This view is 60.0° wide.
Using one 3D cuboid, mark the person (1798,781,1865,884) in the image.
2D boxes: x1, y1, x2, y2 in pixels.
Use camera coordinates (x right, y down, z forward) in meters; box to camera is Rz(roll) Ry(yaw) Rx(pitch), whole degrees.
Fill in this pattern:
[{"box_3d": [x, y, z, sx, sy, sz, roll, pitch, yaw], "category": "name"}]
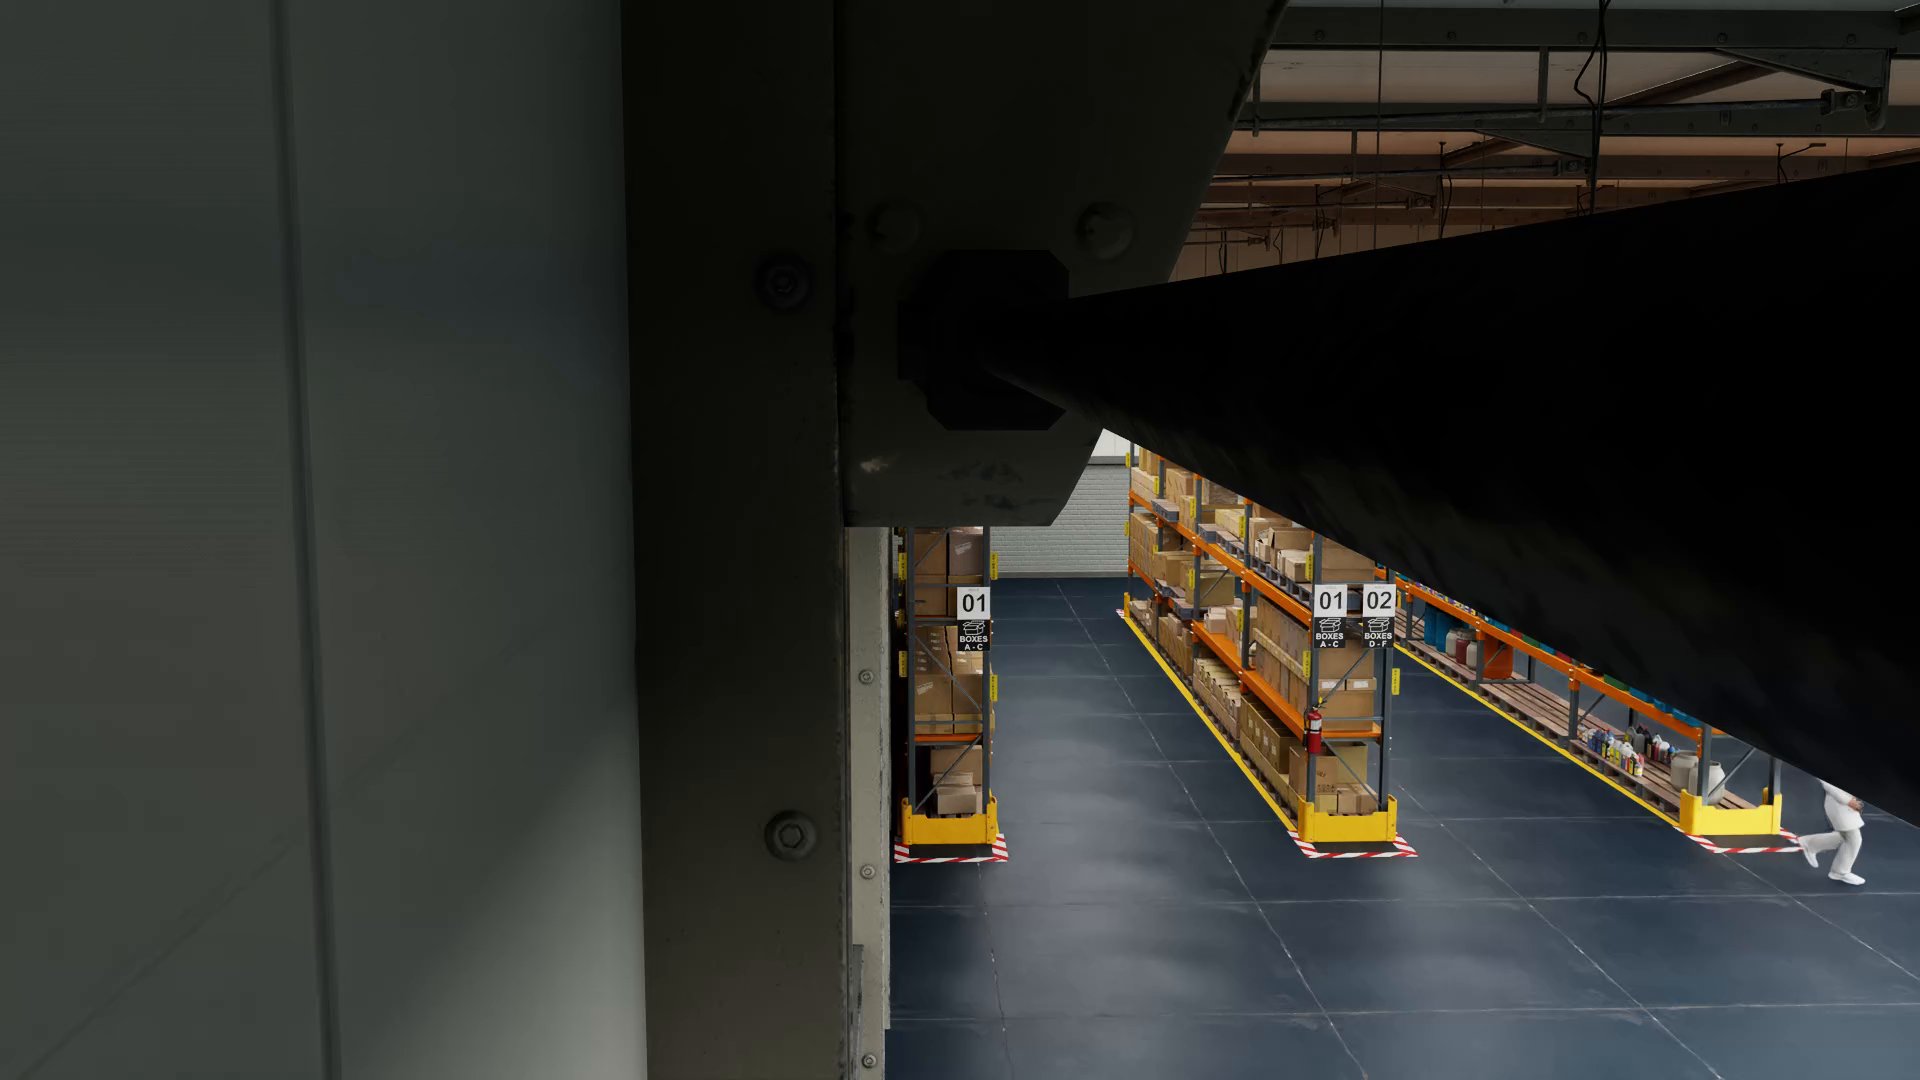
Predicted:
[{"box_3d": [10.029, 3.037, 19.072, 0.730, 1.732, 0.736, 5, 9, 36], "category": "person"}]
